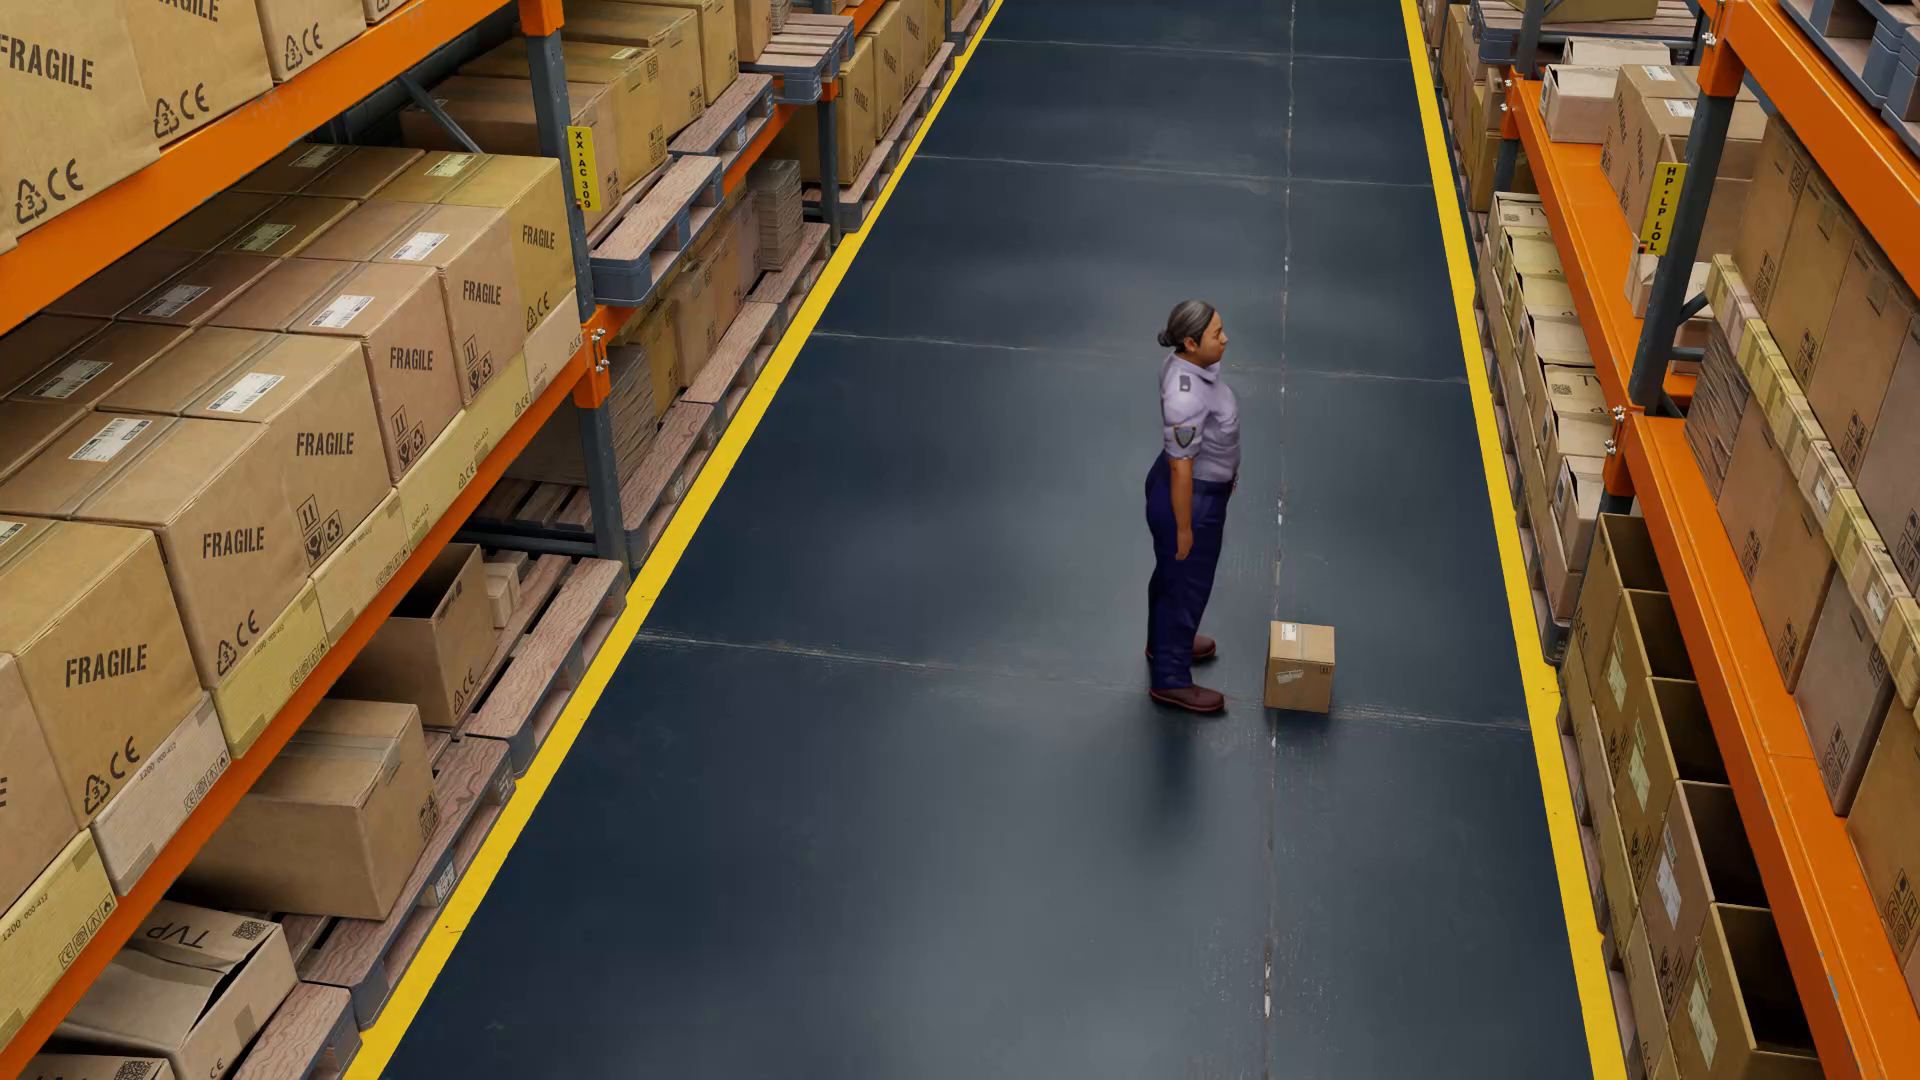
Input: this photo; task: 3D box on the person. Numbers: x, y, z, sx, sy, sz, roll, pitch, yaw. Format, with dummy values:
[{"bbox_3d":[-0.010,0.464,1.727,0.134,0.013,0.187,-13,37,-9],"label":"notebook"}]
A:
[{"bbox_3d":[0.888,-0.149,6.347,0.361,1.654,0.511,3,33,4],"label":"person"}]
